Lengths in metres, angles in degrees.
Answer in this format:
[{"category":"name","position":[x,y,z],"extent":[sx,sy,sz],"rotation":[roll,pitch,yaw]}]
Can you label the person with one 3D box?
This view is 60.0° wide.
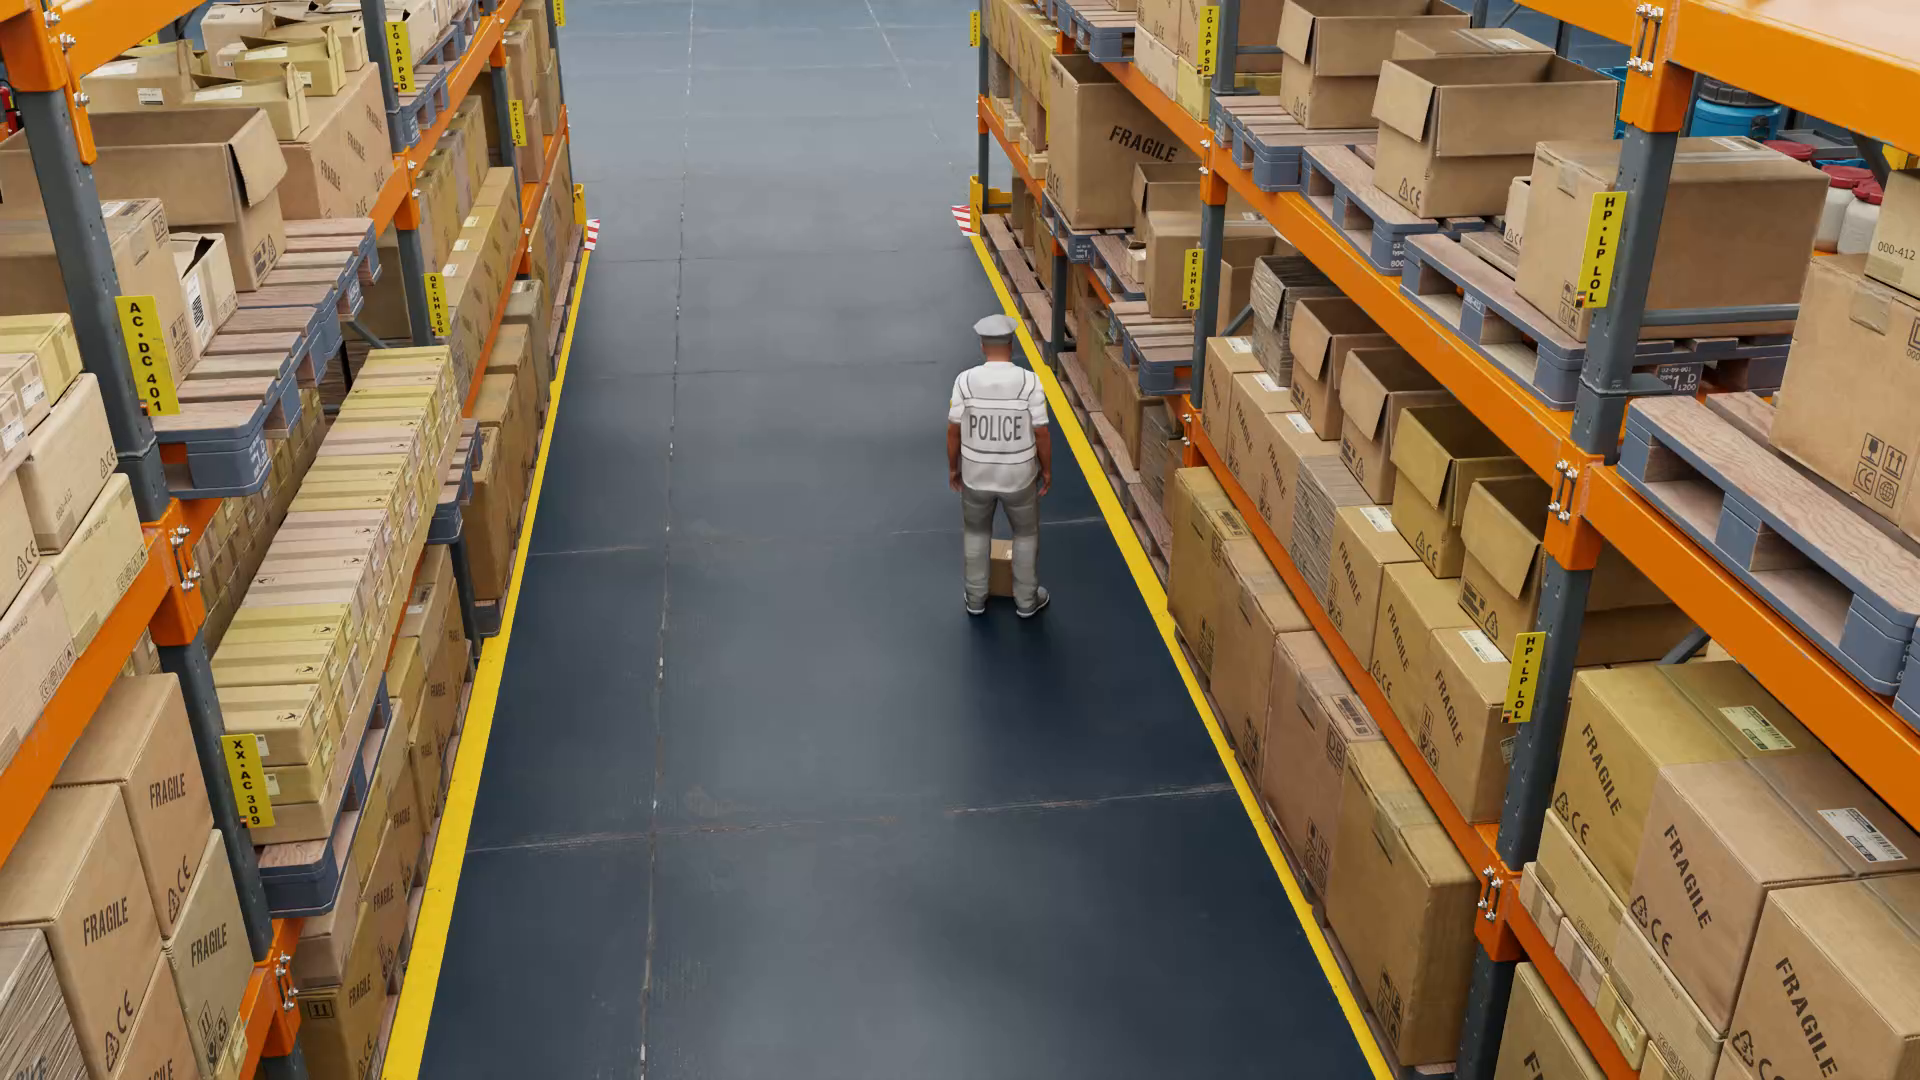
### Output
[{"category":"person","position":[0.220,-0.376,9.348],"extent":[0.589,1.747,0.434],"rotation":[3,27,7]}]
